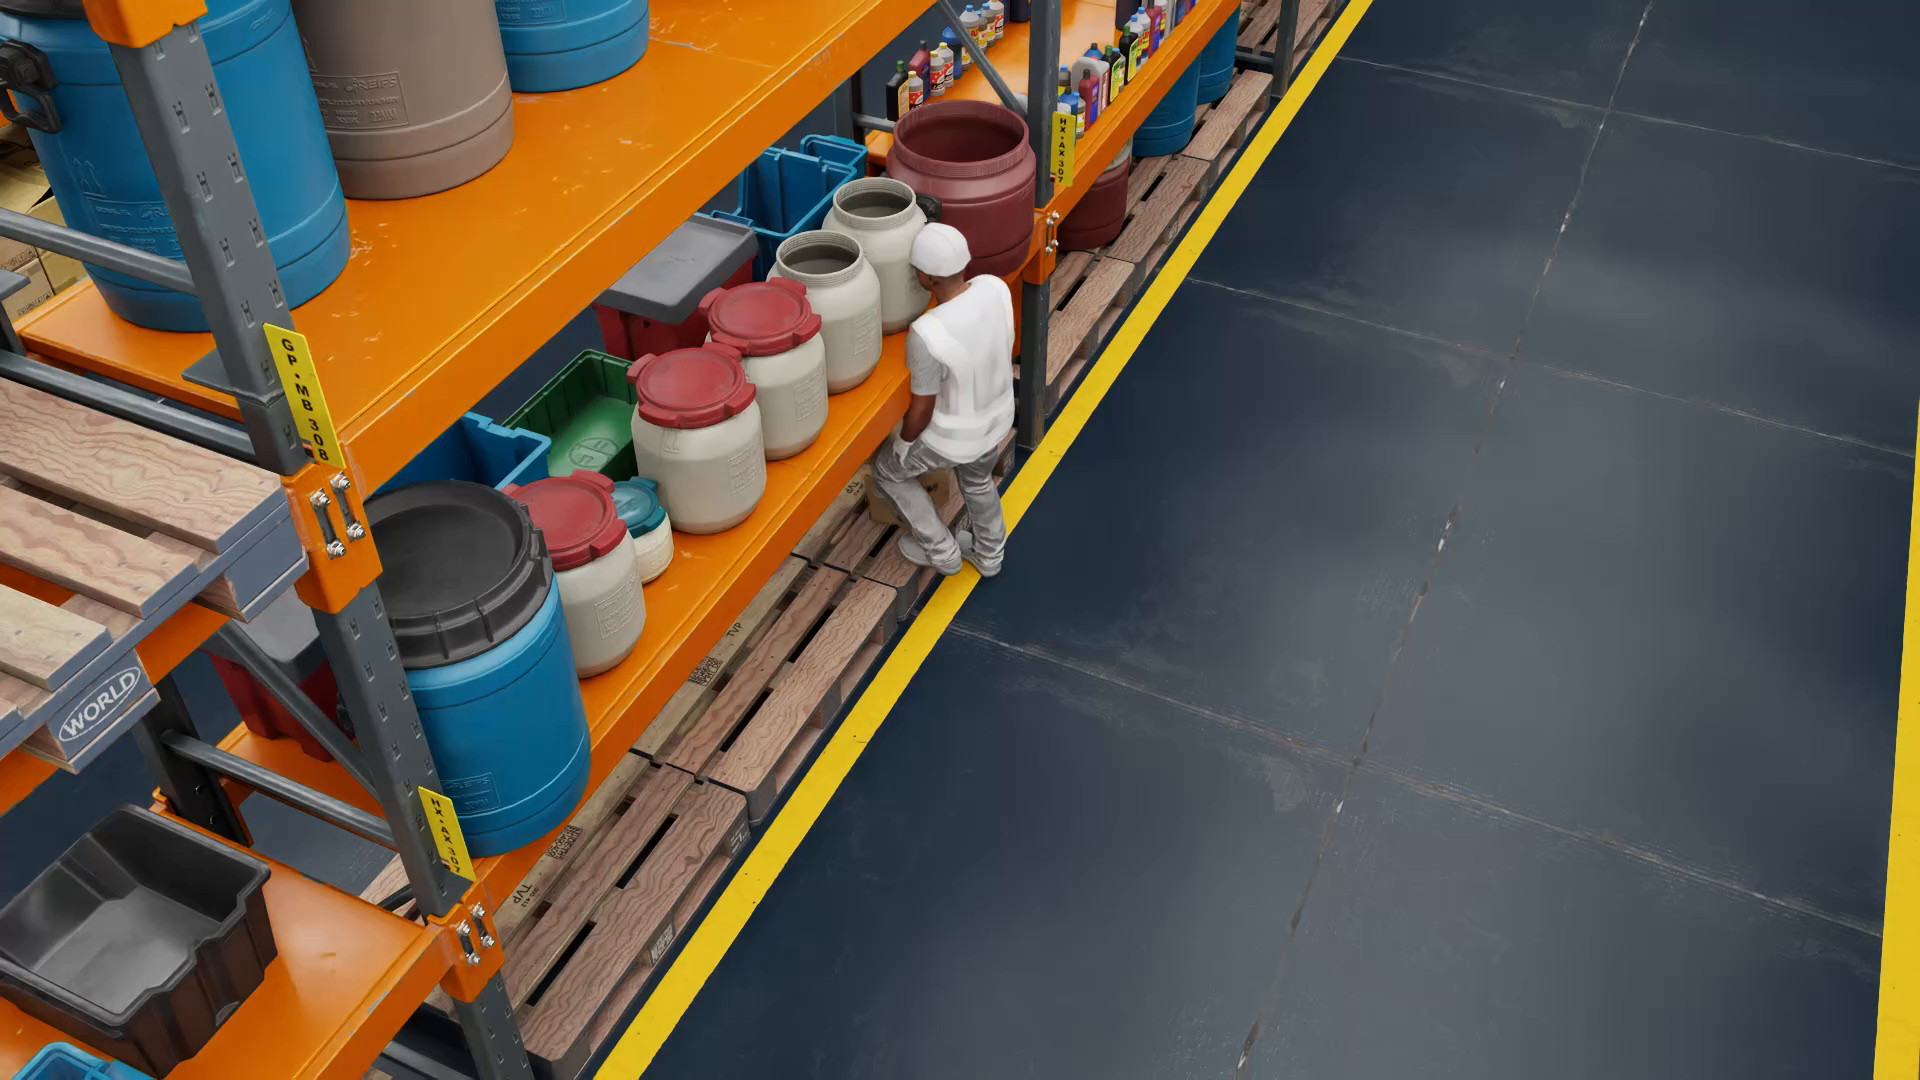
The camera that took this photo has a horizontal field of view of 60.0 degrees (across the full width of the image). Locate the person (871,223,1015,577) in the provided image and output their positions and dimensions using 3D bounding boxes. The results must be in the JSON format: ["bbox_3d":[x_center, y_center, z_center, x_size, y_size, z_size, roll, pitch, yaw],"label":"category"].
[{"bbox_3d":[-0.056,-0.490,6.701,0.520,1.777,0.581,29,49,29],"label":"person"}]
